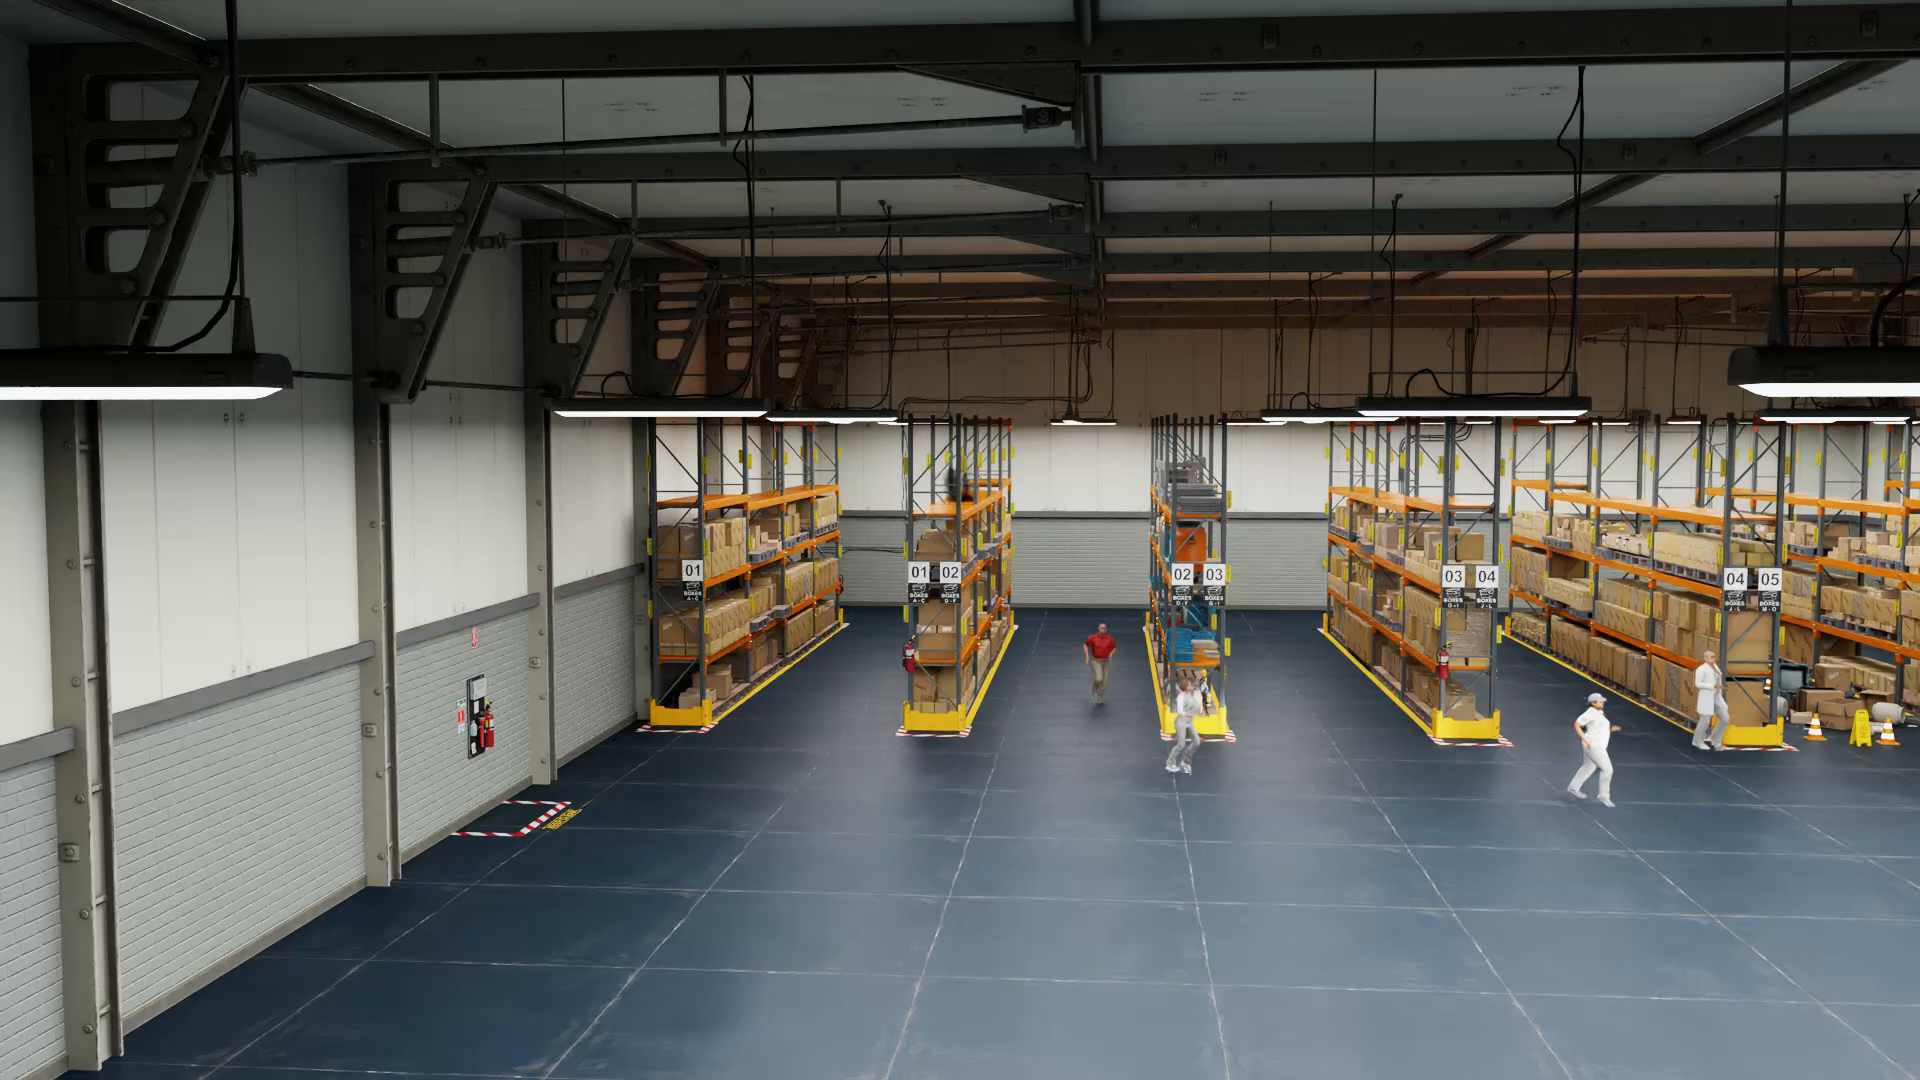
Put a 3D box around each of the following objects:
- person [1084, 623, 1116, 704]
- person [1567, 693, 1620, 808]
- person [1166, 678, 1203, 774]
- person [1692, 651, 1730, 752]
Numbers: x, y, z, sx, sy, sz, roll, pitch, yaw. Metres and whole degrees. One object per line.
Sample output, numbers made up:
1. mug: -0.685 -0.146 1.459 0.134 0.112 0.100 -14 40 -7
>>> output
1. person: 2.925 2.558 34.367 0.638 1.685 0.741 -1 4 -11
2. person: 9.651 3.190 25.327 0.748 1.729 0.579 2 4 28
3. person: 3.728 3.087 27.454 0.670 1.624 0.566 3 5 35
4. person: 13.310 2.868 29.437 0.741 1.816 0.745 -2 4 -23
